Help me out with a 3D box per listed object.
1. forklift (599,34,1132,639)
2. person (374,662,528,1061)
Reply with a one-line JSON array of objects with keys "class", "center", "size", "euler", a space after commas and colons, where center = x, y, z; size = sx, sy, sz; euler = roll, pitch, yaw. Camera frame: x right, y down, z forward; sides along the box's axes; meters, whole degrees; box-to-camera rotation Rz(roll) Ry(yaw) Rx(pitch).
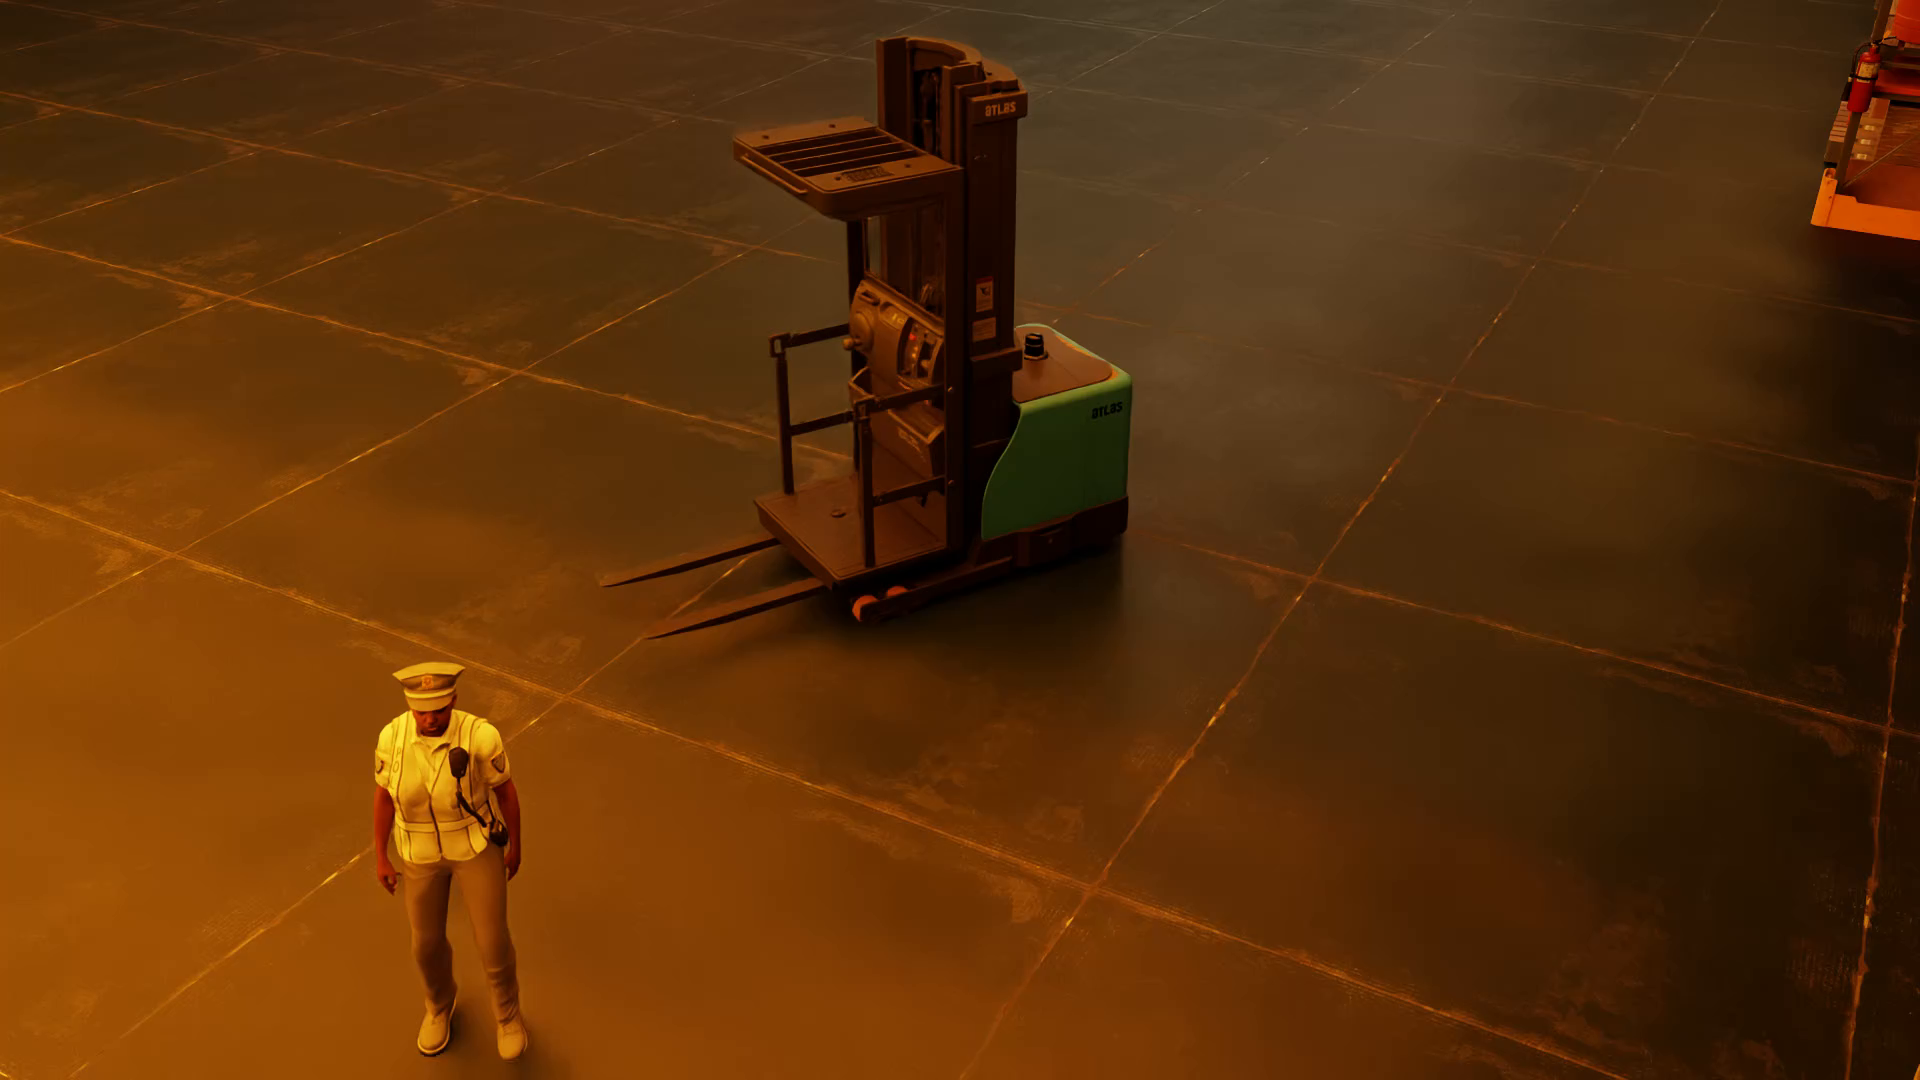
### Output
[{"class": "forklift", "center": [-0.526, -1.098, 8.973], "size": [3.031, 2.935, 1.130], "euler": [-17, 34, -27]}, {"class": "person", "center": [-1.920, 1.208, 6.253], "size": [0.532, 1.707, 0.460], "euler": [-2, 30, -4]}]
